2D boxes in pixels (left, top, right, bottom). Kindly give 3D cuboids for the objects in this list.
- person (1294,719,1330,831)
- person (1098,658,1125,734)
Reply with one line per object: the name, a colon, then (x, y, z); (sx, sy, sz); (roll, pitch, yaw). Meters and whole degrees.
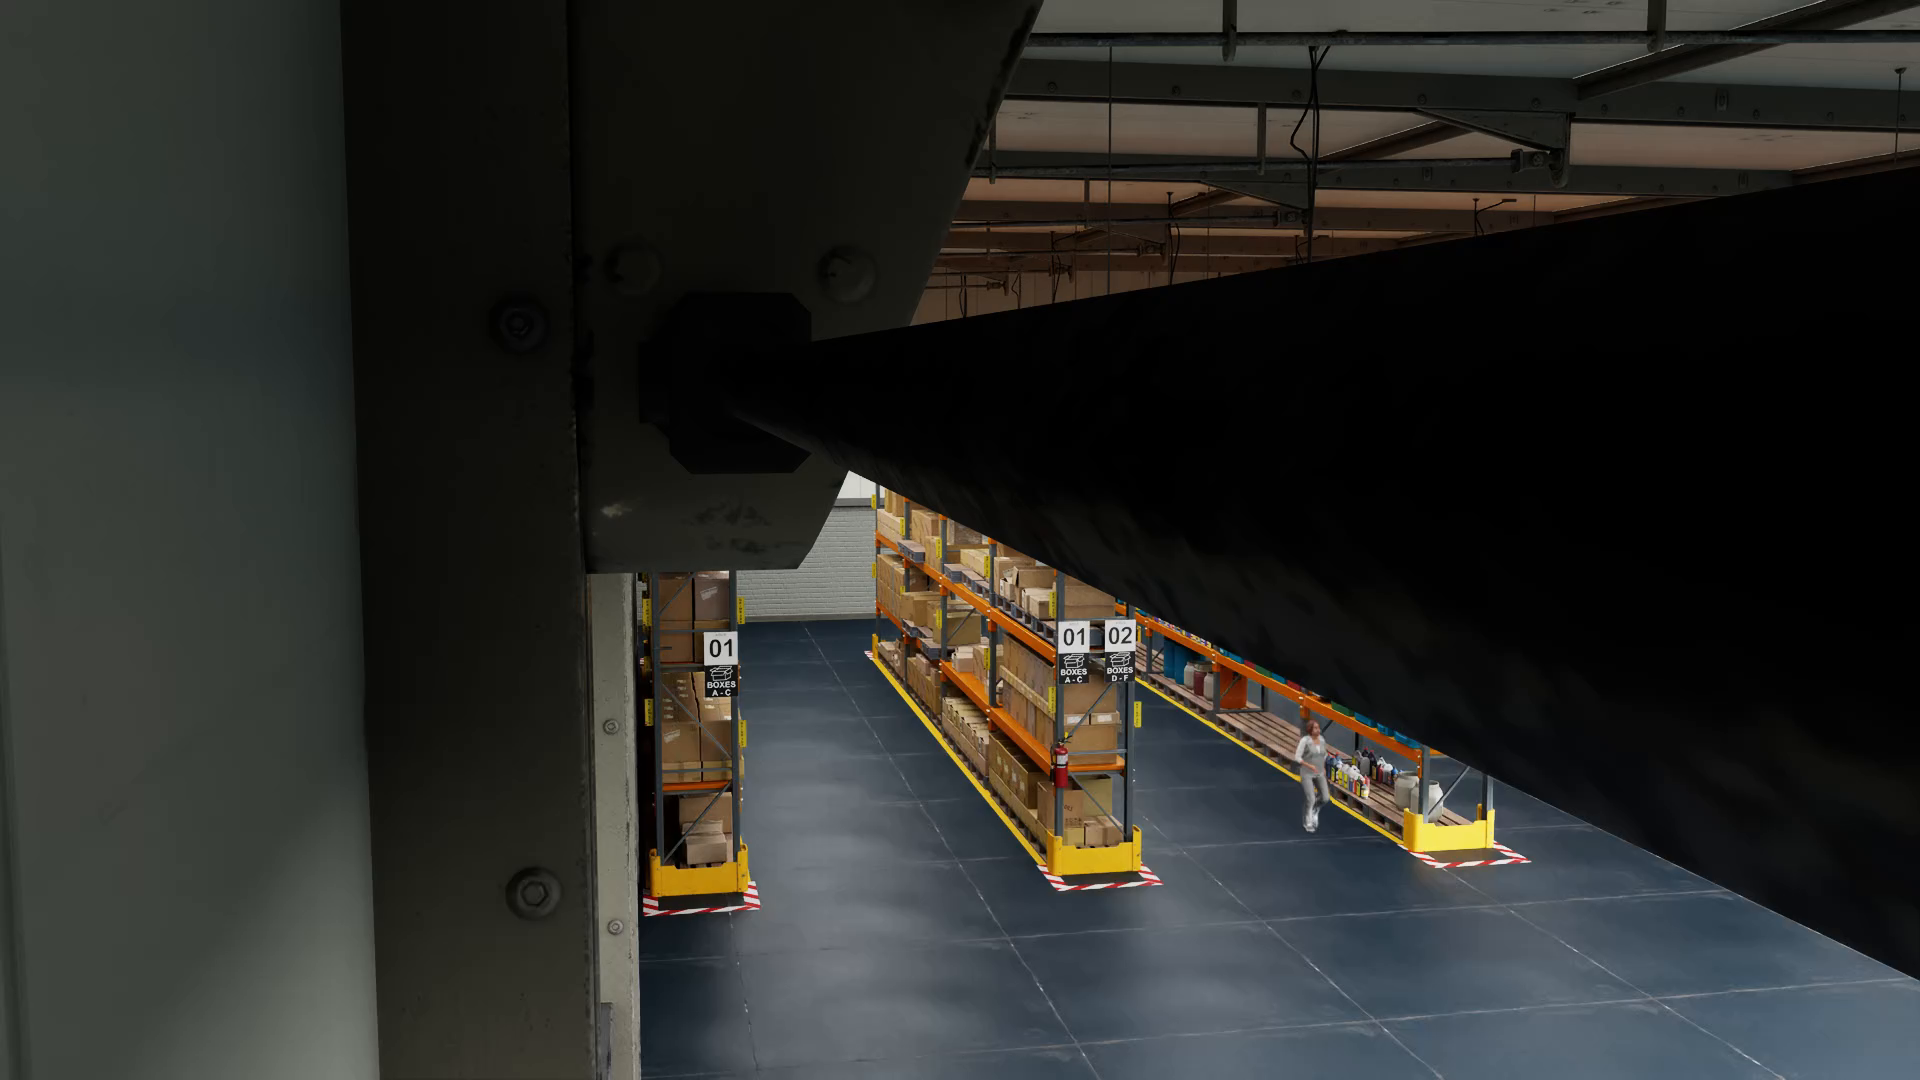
person: (4.826, 3.223, 22.687); (0.538, 1.564, 0.536); (-2, 6, -18)
person: (2.749, 2.470, 29.191); (0.567, 1.697, 0.915); (-2, 6, -16)
